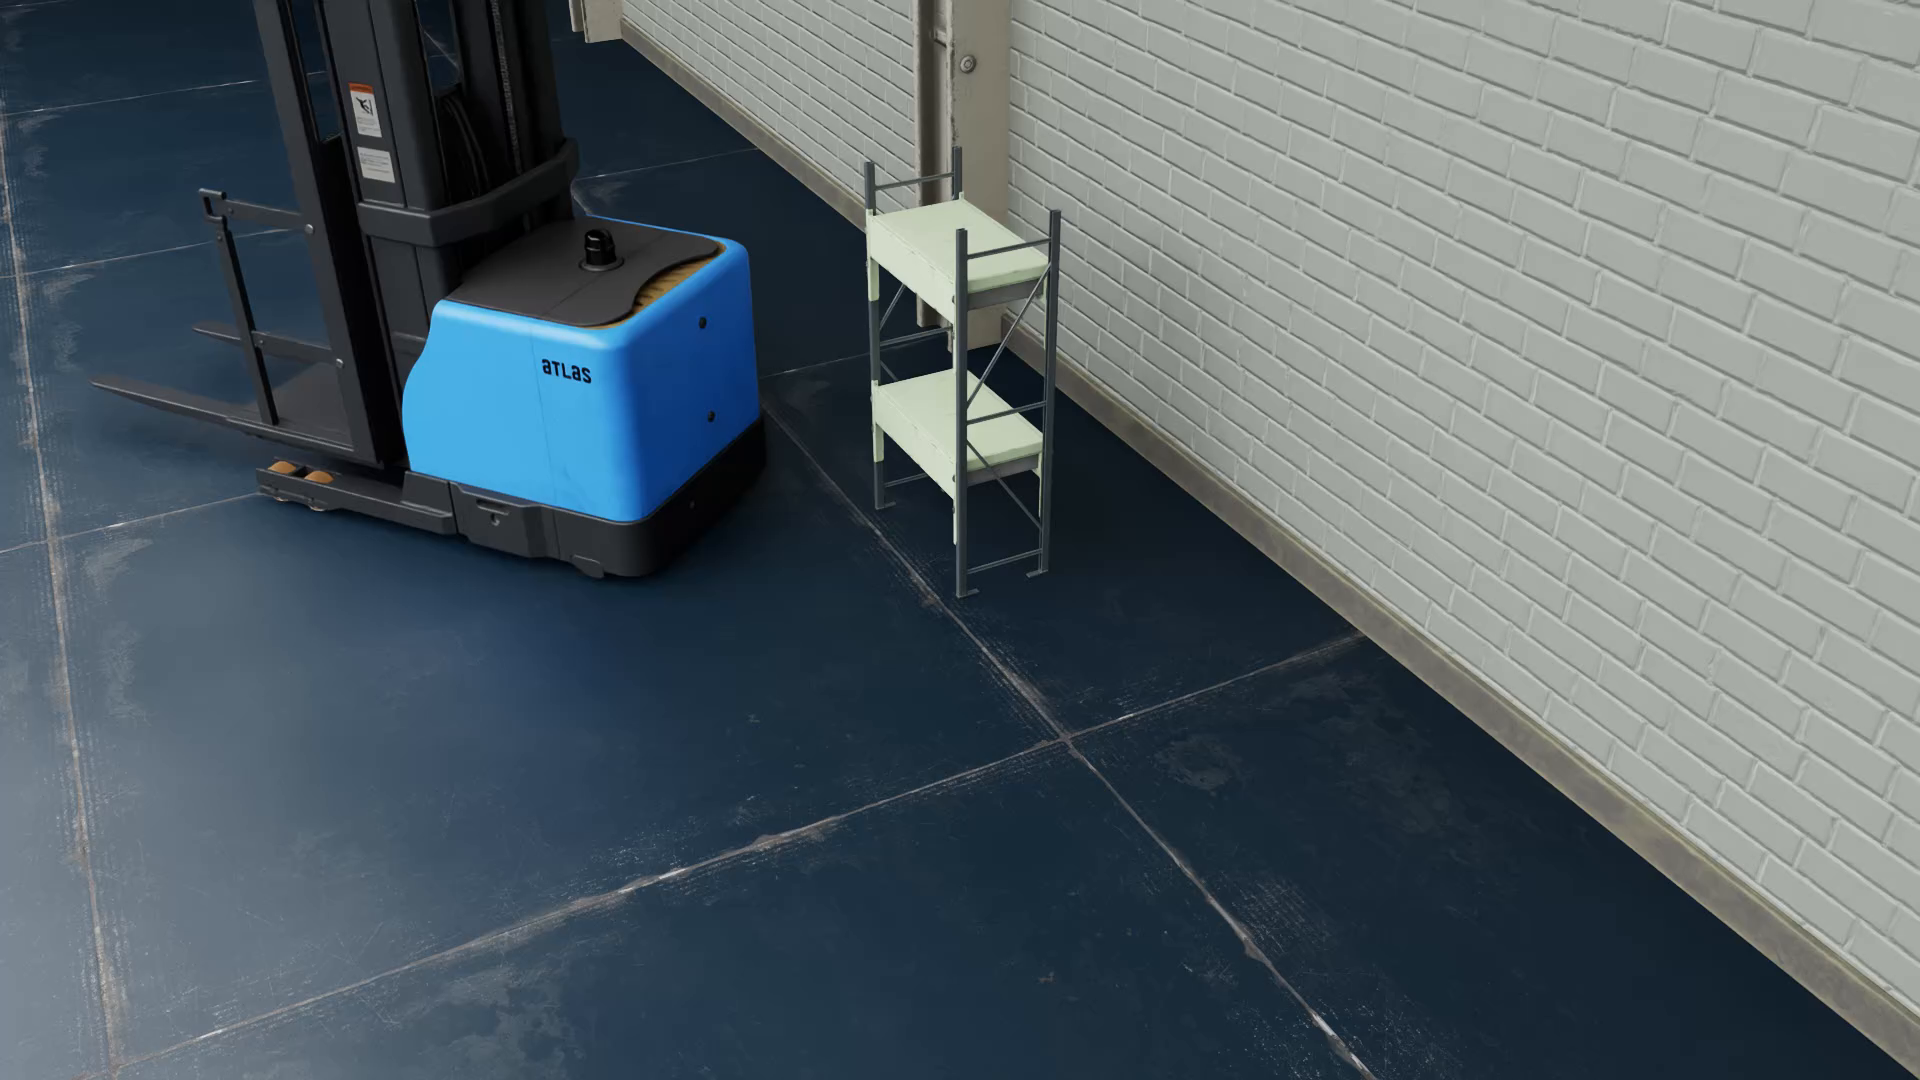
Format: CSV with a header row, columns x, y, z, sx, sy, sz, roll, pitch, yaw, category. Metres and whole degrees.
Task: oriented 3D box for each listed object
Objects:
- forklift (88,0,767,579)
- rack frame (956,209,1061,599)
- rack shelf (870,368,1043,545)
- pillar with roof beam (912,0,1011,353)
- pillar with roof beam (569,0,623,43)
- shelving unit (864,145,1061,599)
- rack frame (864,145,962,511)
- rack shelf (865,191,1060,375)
x,y,z,sx,sy,sz,roll,pitch,yaw,category
-2.391,-1.599,6.529,3.031,2.935,1.130,13,35,20,forklift
0.168,-0.460,6.078,0.400,1.500,0.023,-16,36,-23,rack frame
-0.003,-0.360,6.526,0.431,0.370,0.720,-16,36,-23,rack shelf
-3.802,-3.757,4.272,9.100,9.000,0.400,-16,36,-23,pillar with roof beam
-6.599,-6.620,8.741,9.100,9.000,0.400,-16,36,-23,pillar with roof beam
-0.003,-0.635,6.350,0.431,1.500,0.755,-16,36,-23,shelving unit
-0.174,-0.809,6.623,0.400,1.500,0.023,-16,36,-23,rack frame
-0.003,-0.963,6.140,0.431,0.370,0.720,-16,36,-23,rack shelf
